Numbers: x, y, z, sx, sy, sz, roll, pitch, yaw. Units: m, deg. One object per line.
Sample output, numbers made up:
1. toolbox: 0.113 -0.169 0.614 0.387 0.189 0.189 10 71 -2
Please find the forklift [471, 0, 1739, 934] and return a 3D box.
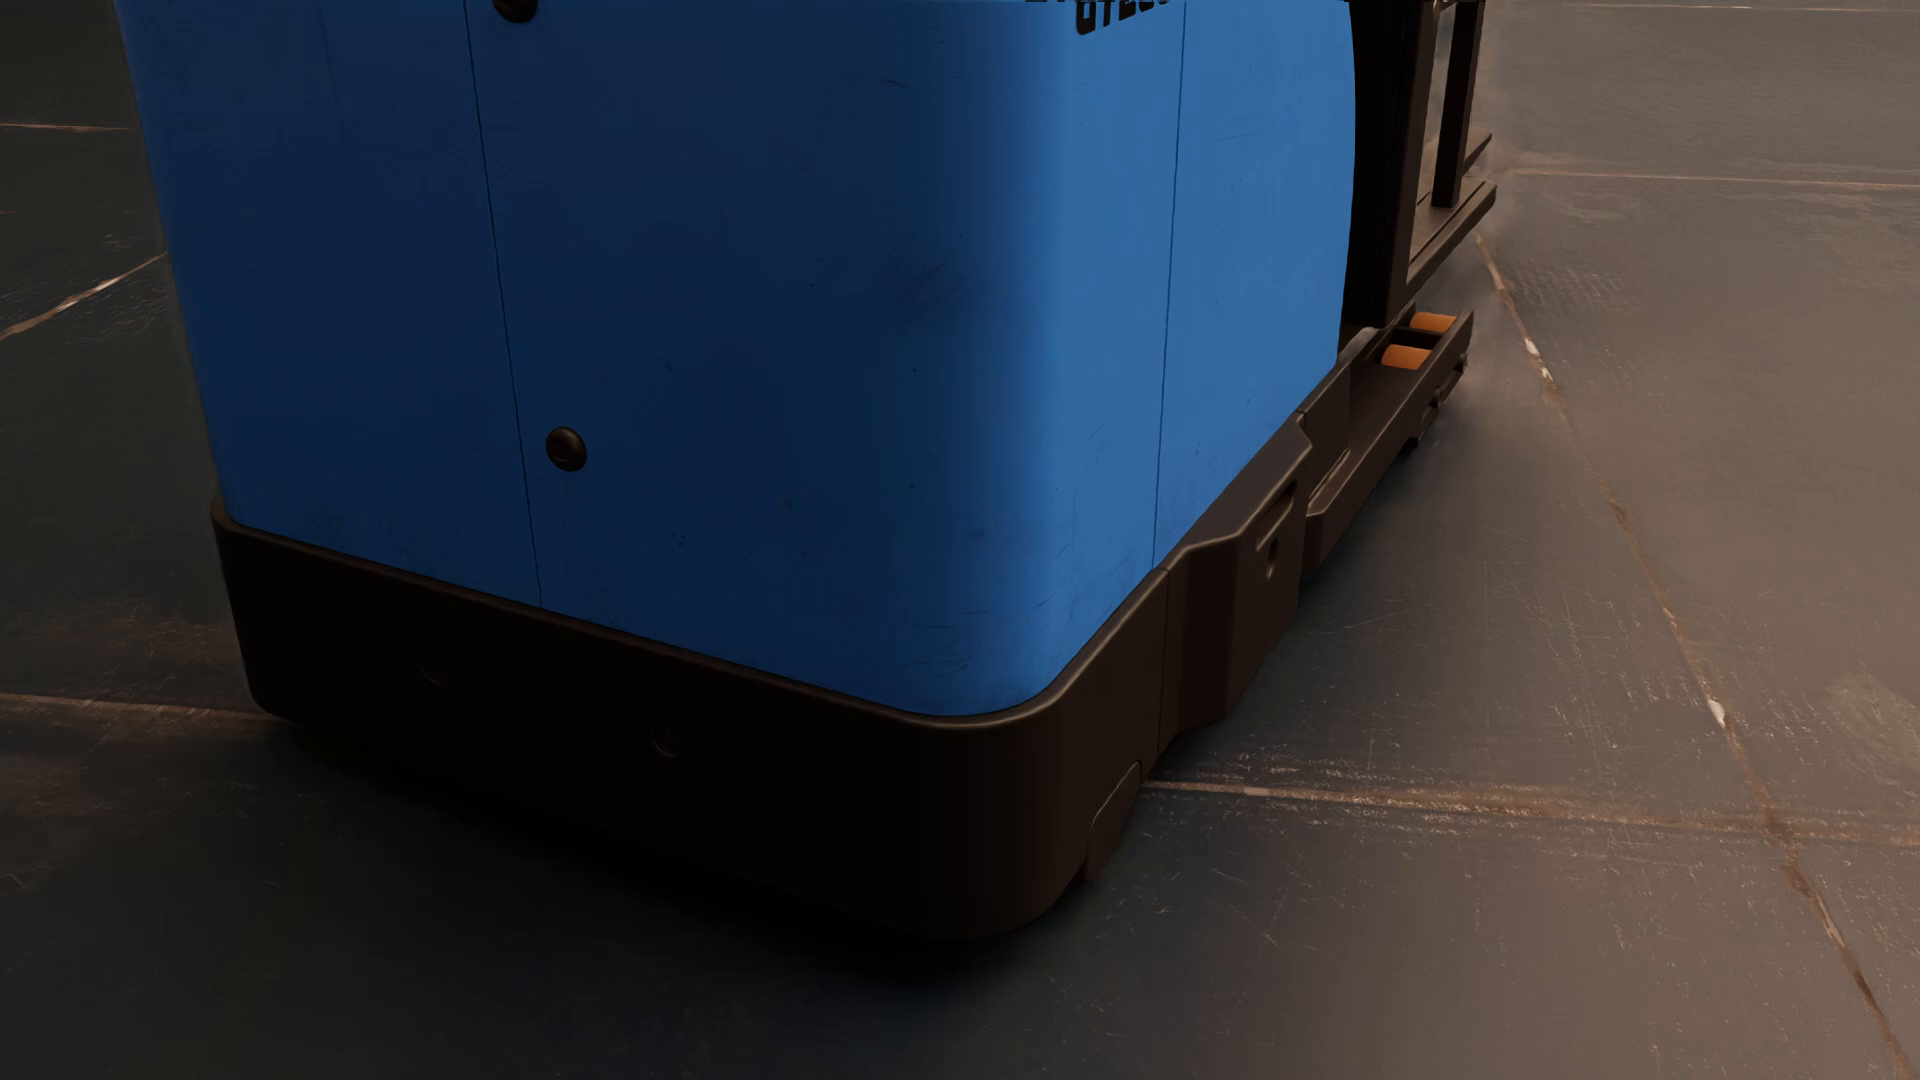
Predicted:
1. forklift: -0.238 -1.572 2.369 1.130 2.935 3.031 -9 28 -18
